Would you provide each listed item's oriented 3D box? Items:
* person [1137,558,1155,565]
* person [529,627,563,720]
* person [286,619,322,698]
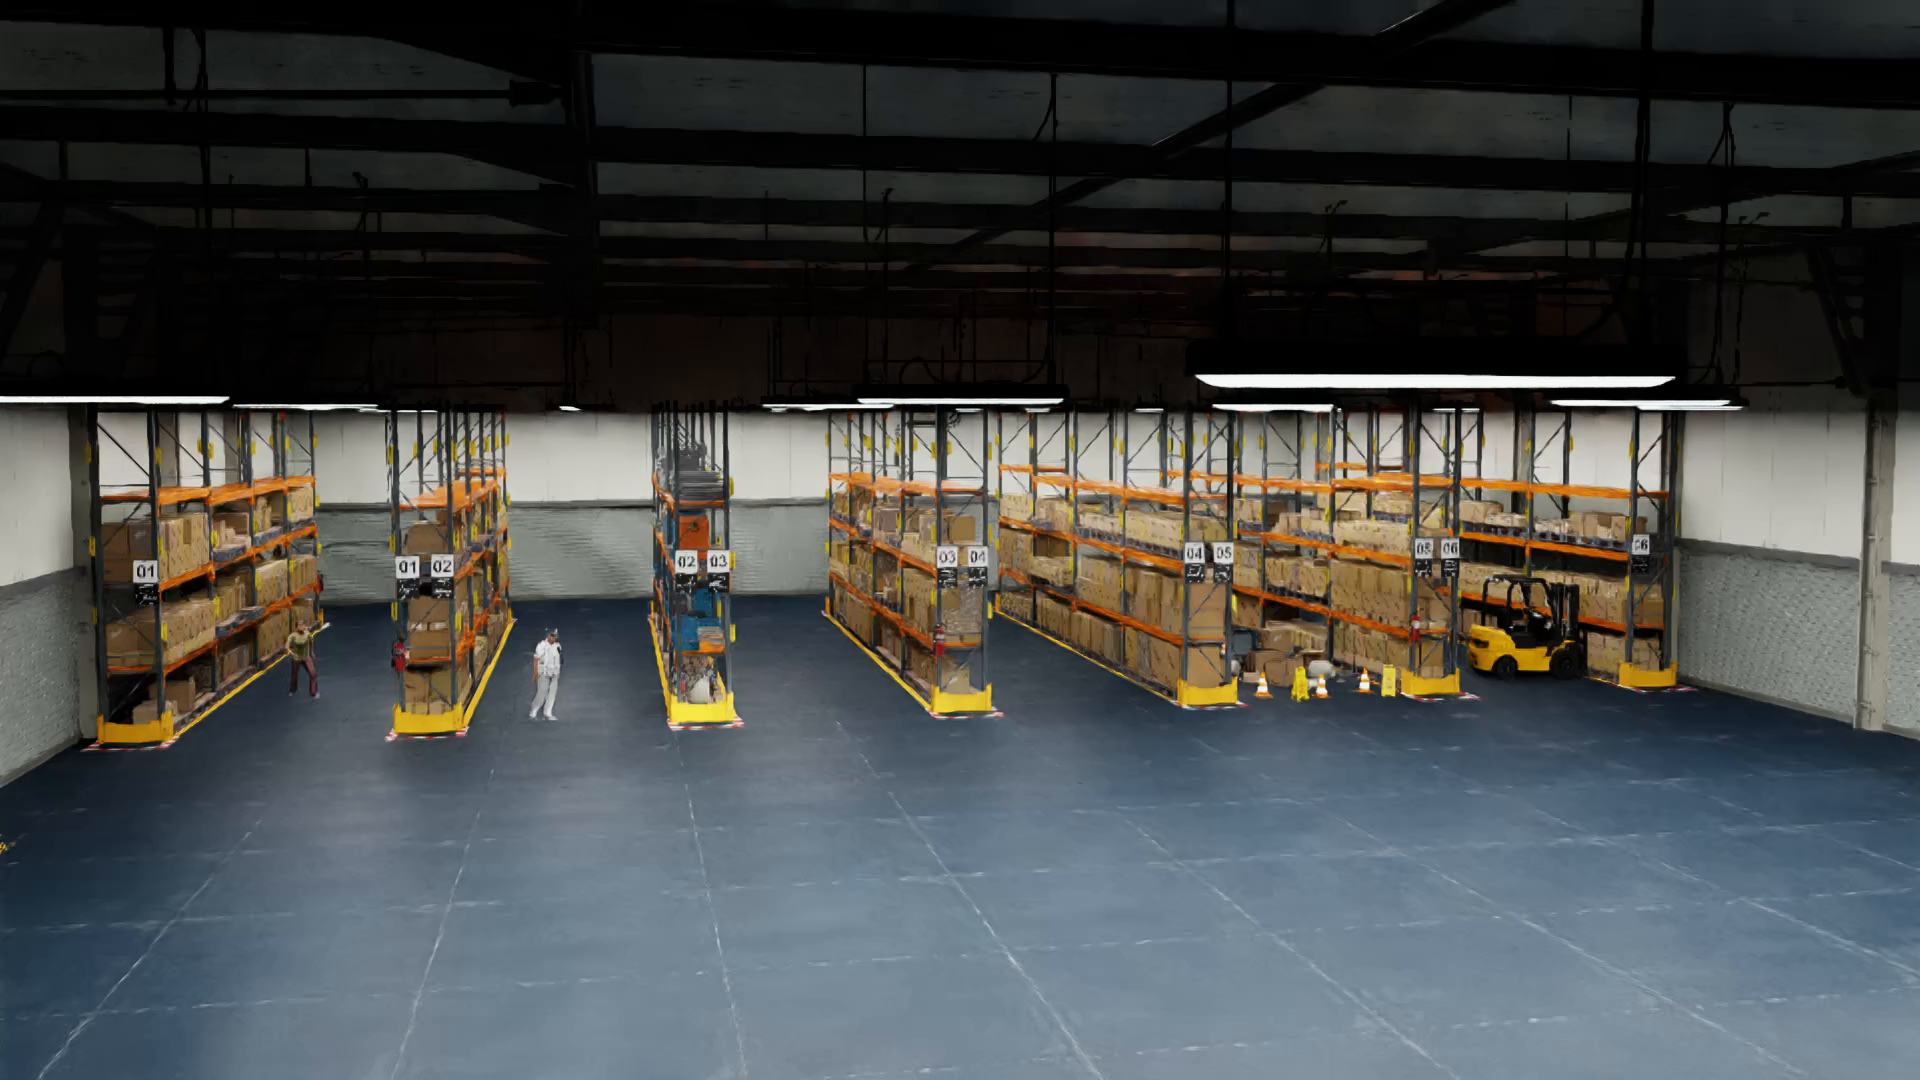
[{"bbox_3d":[5.956,0.822,53.099,0.631,1.775,0.488,4,6,40],"label":"person"},{"bbox_3d":[-7.787,2.500,31.212,0.561,1.750,0.602,4,6,41],"label":"person"},{"bbox_3d":[-13.302,2.378,33.604,0.621,1.601,0.817,-2,5,-29],"label":"person"}]
